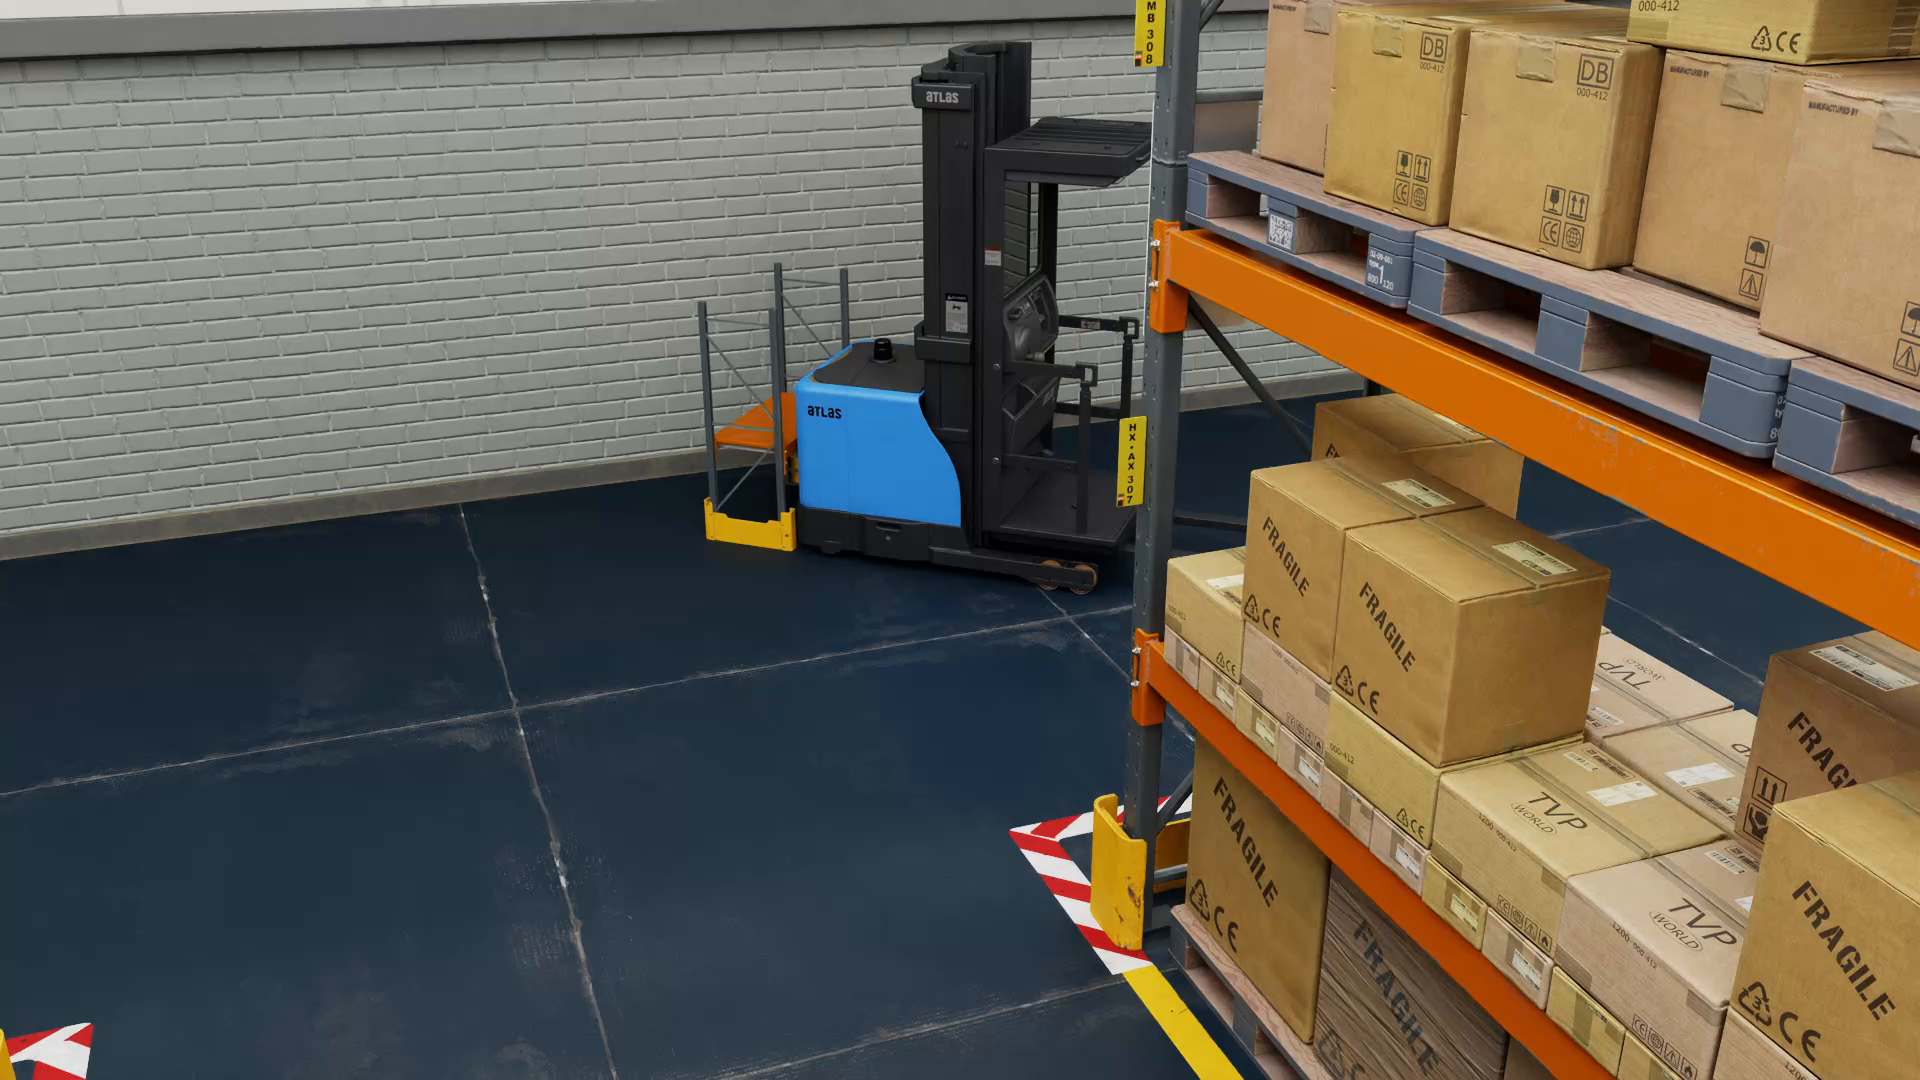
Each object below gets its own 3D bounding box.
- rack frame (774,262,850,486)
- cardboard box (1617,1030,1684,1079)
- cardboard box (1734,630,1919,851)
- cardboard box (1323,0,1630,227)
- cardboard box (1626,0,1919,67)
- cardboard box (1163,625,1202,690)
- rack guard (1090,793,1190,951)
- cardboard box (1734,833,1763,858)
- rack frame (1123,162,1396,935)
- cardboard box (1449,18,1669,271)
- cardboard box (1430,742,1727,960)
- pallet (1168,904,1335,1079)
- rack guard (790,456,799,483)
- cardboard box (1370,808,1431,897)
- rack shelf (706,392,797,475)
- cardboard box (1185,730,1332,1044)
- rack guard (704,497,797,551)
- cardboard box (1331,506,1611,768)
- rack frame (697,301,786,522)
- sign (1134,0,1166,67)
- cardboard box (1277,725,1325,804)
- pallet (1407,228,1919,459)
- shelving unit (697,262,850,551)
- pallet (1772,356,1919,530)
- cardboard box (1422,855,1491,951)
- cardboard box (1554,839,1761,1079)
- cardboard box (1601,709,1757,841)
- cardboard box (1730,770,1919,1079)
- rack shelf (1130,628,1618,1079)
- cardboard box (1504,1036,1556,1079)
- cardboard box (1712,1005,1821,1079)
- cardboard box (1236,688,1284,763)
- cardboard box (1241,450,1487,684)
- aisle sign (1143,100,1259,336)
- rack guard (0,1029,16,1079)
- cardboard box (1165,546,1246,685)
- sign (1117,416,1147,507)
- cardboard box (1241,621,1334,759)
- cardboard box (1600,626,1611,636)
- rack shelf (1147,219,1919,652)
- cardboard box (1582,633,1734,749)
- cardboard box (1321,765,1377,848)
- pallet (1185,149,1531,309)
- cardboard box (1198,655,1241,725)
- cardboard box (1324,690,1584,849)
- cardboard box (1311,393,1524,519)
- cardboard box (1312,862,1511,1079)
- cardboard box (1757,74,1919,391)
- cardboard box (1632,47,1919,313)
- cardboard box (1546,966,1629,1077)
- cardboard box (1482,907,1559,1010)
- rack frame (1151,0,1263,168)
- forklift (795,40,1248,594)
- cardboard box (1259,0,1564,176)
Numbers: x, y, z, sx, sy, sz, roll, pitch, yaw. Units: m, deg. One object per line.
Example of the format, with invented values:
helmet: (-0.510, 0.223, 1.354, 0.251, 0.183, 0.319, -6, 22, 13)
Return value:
rack frame: (-0.943, -1.039, 10.784, 0.500, 1.500, 0.032, 8, 24, 18)
cardboard box: (1.756, 1.218, 3.822, 0.380, 0.149, 0.250, -8, 24, -18)
cardboard box: (2.250, 0.551, 3.926, 0.500, 0.500, 0.500, -9, 25, -21)
cardboard box: (1.441, -1.177, 4.520, 0.700, 0.500, 0.500, -9, 25, -21)
cardboard box: (1.826, -1.190, 3.585, 0.500, 0.250, 0.500, -9, 25, -21)
cardboard box: (0.938, 0.379, 5.813, 0.380, 0.149, 0.250, -8, 24, -18)
rack guard: (1.113, 1.232, 6.684, 1.175, 0.500, 0.348, -8, 24, -19)
cardboard box: (2.254, 0.898, 4.066, 0.500, 0.250, 0.500, -8, 24, -18)
rack frame: (1.122, 0.089, 6.178, 1.000, 3.000, 0.127, -8, 24, -19)
cardboard box: (1.669, -0.996, 4.090, 0.700, 0.500, 0.500, -10, 25, -23)
cardboard box: (1.592, 0.792, 4.319, 0.500, 0.250, 0.500, -9, 24, -20)
pallet: (1.477, 1.653, 6.056, 1.003, 0.211, 1.213, -8, 24, -19)
rack guard: (-0.944, -0.462, 11.025, 0.587, 0.250, 0.087, 8, 24, 18)
cardboard box: (1.395, 0.845, 4.706, 0.380, 0.149, 0.250, -9, 24, -20)
rack shelf: (-1.116, -0.687, 10.413, 0.538, 0.185, 1.000, 8, 24, 18)
cardboard box: (1.422, 1.096, 5.983, 0.875, 0.875, 0.875, -8, 24, -19)
rack guard: (-1.282, -0.099, 10.162, 0.587, 0.250, 0.087, 8, 24, 18)
cardboard box: (1.404, 0.256, 4.626, 0.500, 0.500, 0.500, -9, 24, -20)
rack frame: (-1.288, -0.667, 9.902, 0.500, 1.500, 0.032, 8, 24, 18)
sign: (0.600, -1.659, 5.235, 0.100, 0.325, 0.005, -8, 24, -19)
cardboard box: (1.214, 0.659, 5.147, 0.380, 0.149, 0.250, -9, 24, -20)
pallet: (1.828, -0.541, 3.923, 1.003, 0.211, 1.213, -8, 24, -19)
shelving unit: (-1.113, -0.856, 10.351, 0.587, 1.500, 1.083, 8, 24, 18)
pallet: (2.255, -0.098, 2.873, 1.003, 0.211, 1.213, -8, 24, -19)
cardboard box: (1.483, 0.937, 4.488, 0.380, 0.149, 0.250, -9, 24, -20)
cardboard box: (1.767, 0.976, 3.881, 0.500, 0.250, 0.500, -8, 24, -18)
cardboard box: (2.087, 0.718, 4.494, 0.500, 0.250, 0.500, -8, 24, -19)
cardboard box: (1.949, 0.815, 3.298, 0.500, 0.500, 0.500, -8, 24, -18)
rack shelf: (1.828, 1.147, 4.593, 1.077, 0.370, 4.000, -8, 24, -19)
cardboard box: (2.058, 1.750, 4.432, 0.875, 0.875, 0.875, -8, 24, -19)
cardboard box: (1.948, 1.162, 3.441, 0.500, 0.250, 0.500, -8, 24, -17)
cardboard box: (1.121, 0.565, 5.372, 0.380, 0.149, 0.250, -9, 24, -20)
cardboard box: (1.215, 0.068, 5.071, 0.500, 0.500, 0.500, -9, 24, -20)
aisle sign: (0.815, -1.094, 5.637, 0.394, 0.787, 0.004, -8, 24, -19)
rack guard: (-3.533, 1.913, 5.068, 1.175, 0.500, 0.348, -8, 24, -19)
cardboard box: (1.038, 0.232, 5.648, 0.500, 0.250, 0.500, -9, 24, -20)
sign: (0.600, -0.273, 5.819, 0.100, 0.325, 0.005, -8, 24, -19)
cardboard box: (1.228, 0.420, 5.202, 0.500, 0.250, 0.500, -9, 24, -20)
cardboard box: (1.720, 0.345, 5.380, 0.500, 0.250, 0.500, -9, 24, -20)
rack shelf: (1.828, -0.236, 4.011, 1.077, 0.370, 4.000, -8, 24, -19)
cardboard box: (1.900, 0.530, 4.942, 0.500, 0.250, 0.500, -9, 25, -21)
cardboard box: (1.303, 0.752, 4.928, 0.380, 0.149, 0.250, -9, 24, -20)
pallet: (1.393, -0.985, 4.976, 1.003, 0.211, 1.213, -8, 24, -19)
cardboard box: (1.030, 0.472, 5.593, 0.380, 0.149, 0.250, -9, 24, -20)
cardboard box: (1.402, 0.603, 4.767, 0.500, 0.250, 0.500, -9, 25, -21)
cardboard box: (1.539, -0.184, 5.669, 0.500, 0.500, 0.500, -8, 24, -18)
cardboard box: (1.744, 1.426, 5.199, 0.875, 0.875, 0.875, -8, 24, -19)
cardboard box: (2.016, -0.598, 3.147, 0.700, 0.500, 0.500, -7, 24, -16)
cardboard box: (1.964, -0.808, 3.644, 0.700, 0.500, 0.500, -7, 24, -17)
cardboard box: (1.666, 1.125, 4.042, 0.380, 0.149, 0.250, -9, 24, -20)
cardboard box: (1.577, 1.032, 4.262, 0.380, 0.149, 0.250, -8, 24, -18)
rack frame: (1.122, -2.676, 5.013, 1.000, 3.000, 0.127, -8, 24, -19)
forklift: (0.595, -1.272, 9.493, 3.031, 2.935, 1.130, 8, 24, 17)
cardboard box: (1.355, -1.398, 5.044, 0.700, 0.500, 0.500, -10, 25, -22)
